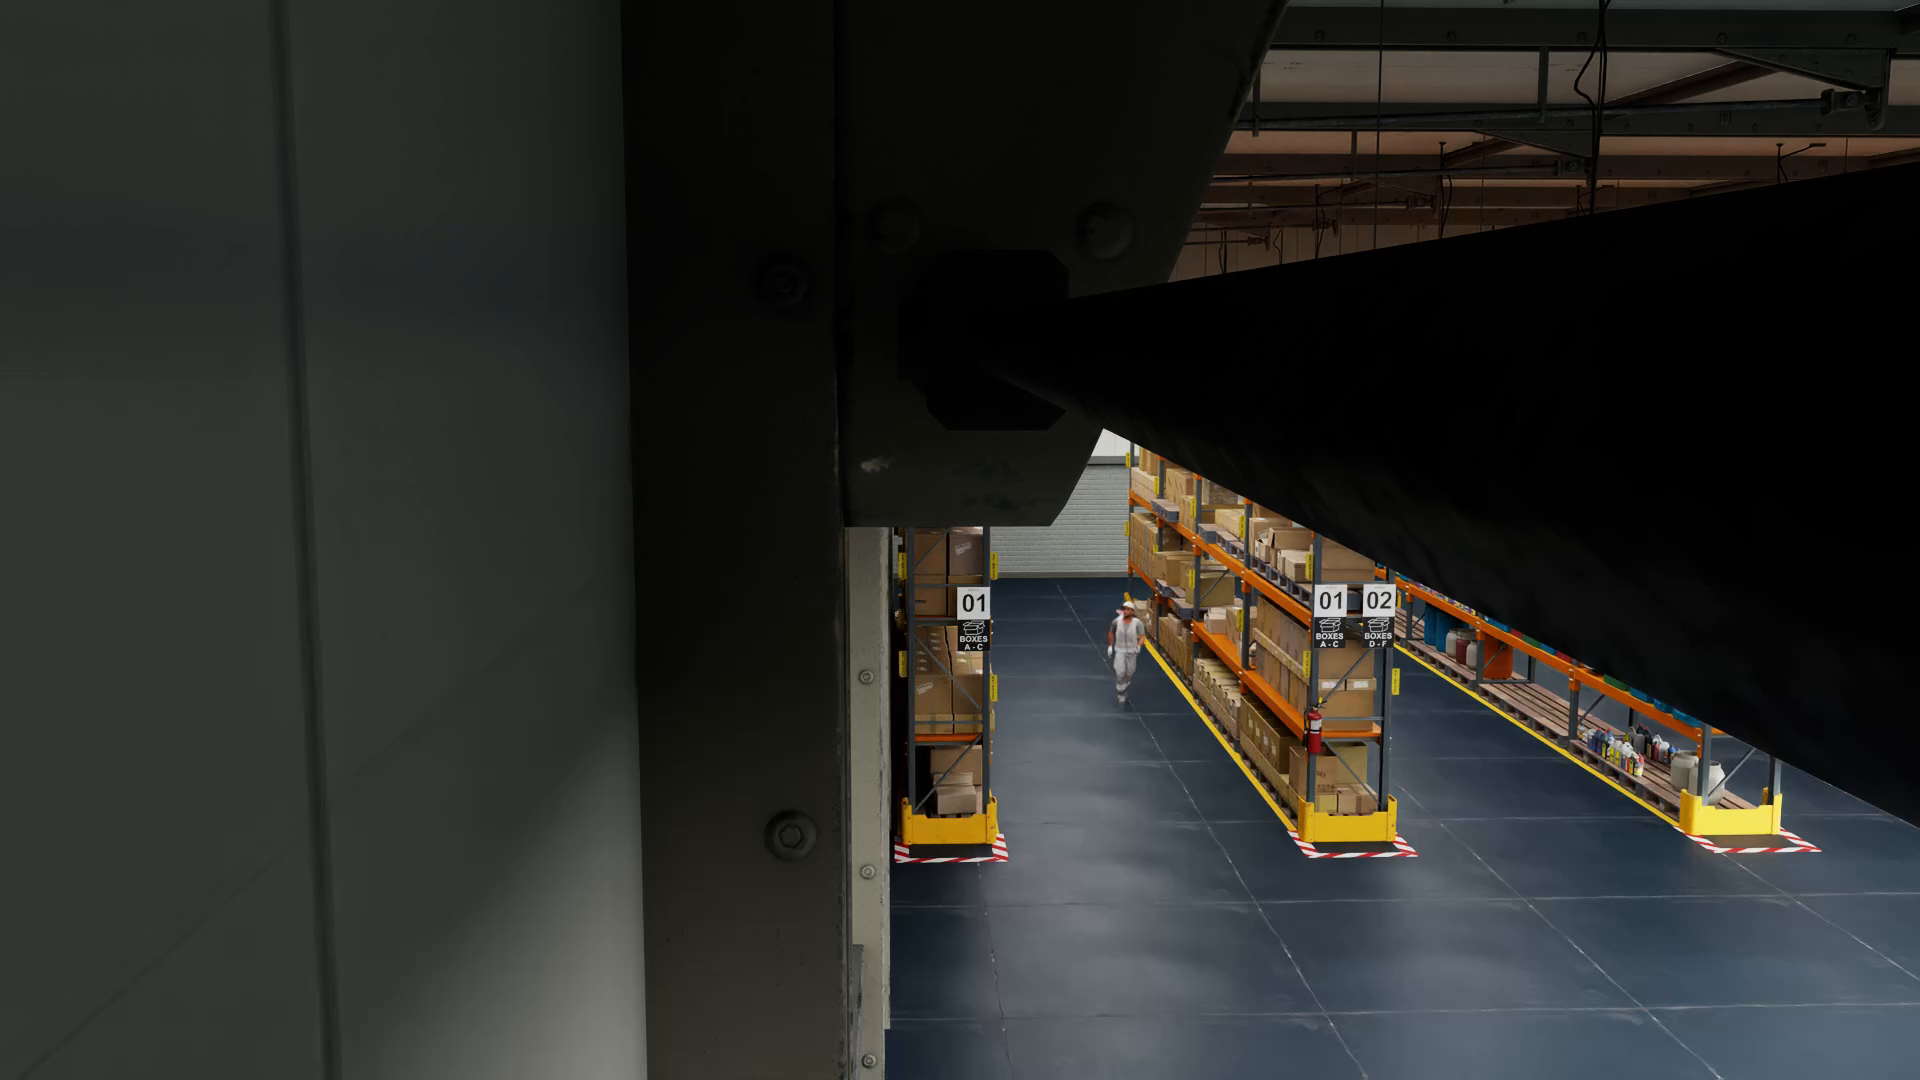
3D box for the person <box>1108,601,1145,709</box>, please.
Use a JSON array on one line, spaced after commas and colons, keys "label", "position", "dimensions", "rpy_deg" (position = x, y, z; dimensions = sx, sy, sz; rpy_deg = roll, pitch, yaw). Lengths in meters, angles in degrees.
[{"label": "person", "position": [2.801, 1.926, 27.959], "dimensions": [0.591, 1.811, 0.877], "rpy_deg": [0, 7, -1]}]
